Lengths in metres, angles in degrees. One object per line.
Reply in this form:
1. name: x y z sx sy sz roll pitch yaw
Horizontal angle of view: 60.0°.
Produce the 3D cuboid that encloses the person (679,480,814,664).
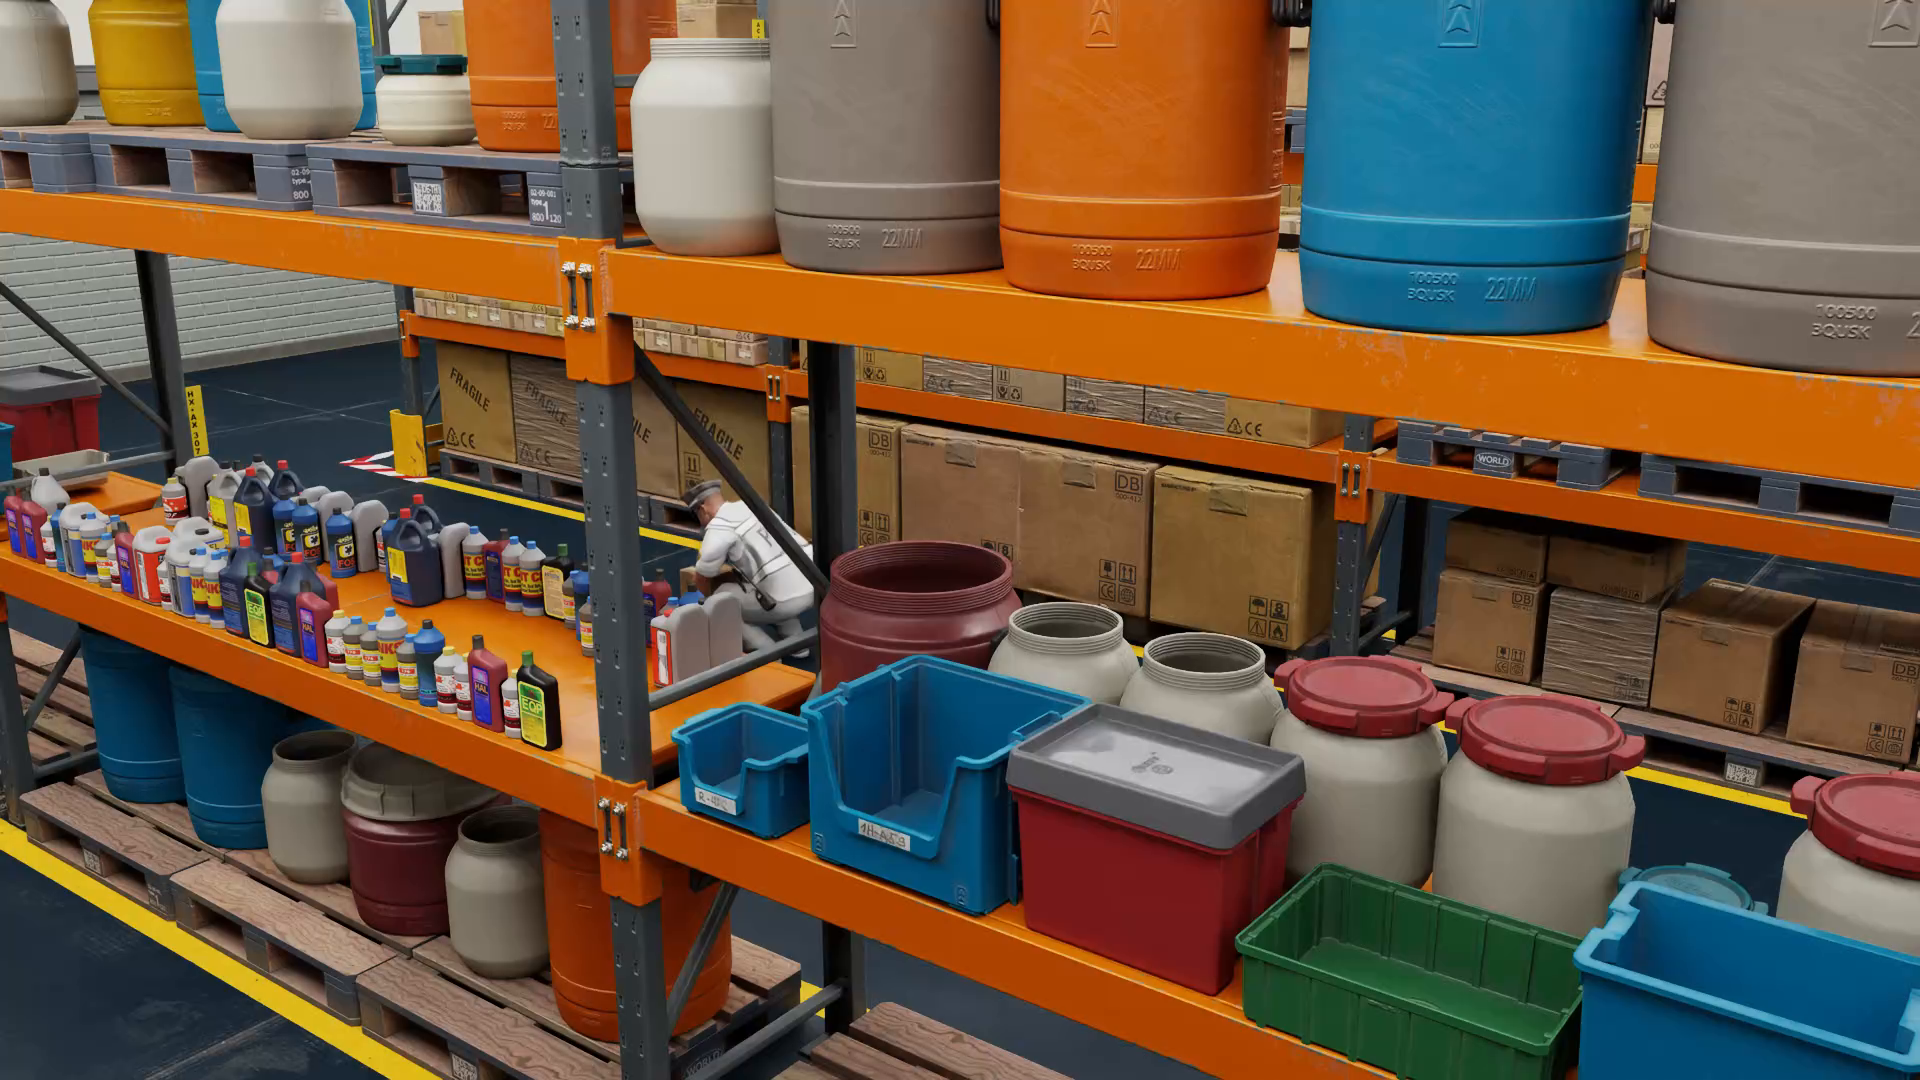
1. person: -1.148 0.184 9.237 0.906 1.007 0.556 12 20 35
